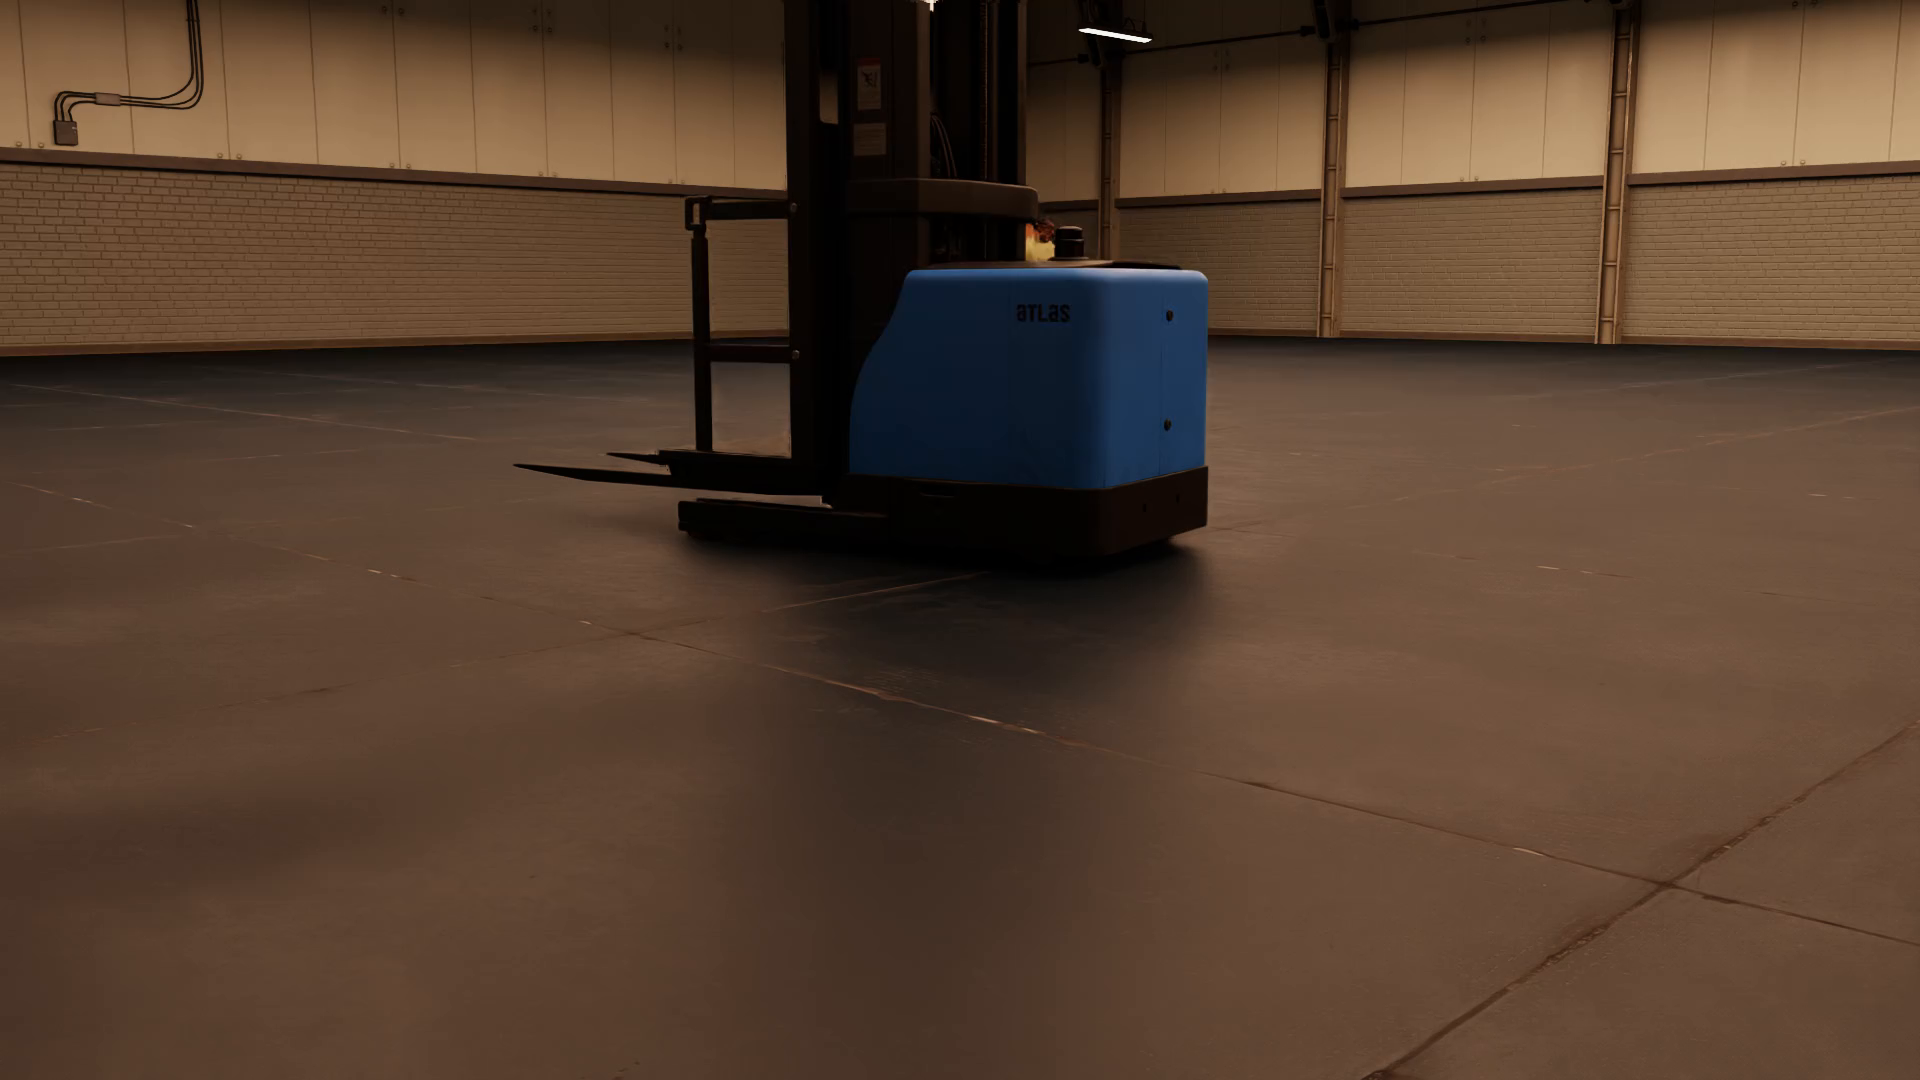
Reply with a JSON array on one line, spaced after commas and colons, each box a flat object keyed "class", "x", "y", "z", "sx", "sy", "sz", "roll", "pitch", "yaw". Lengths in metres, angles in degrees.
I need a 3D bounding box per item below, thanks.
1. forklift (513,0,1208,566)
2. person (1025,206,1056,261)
[{"class": "forklift", "x": -0.546, "y": -1.495, "z": 6.802, "sx": 3.031, "sy": 2.935, "sz": 1.130, "roll": 5, "pitch": 10, "yaw": 31}, {"class": "person", "x": 0.468, "y": -1.123, "z": 9.343, "sx": 0.913, "sy": 1.567, "sz": 0.473, "roll": -4, "pitch": 9, "yaw": -24}]
